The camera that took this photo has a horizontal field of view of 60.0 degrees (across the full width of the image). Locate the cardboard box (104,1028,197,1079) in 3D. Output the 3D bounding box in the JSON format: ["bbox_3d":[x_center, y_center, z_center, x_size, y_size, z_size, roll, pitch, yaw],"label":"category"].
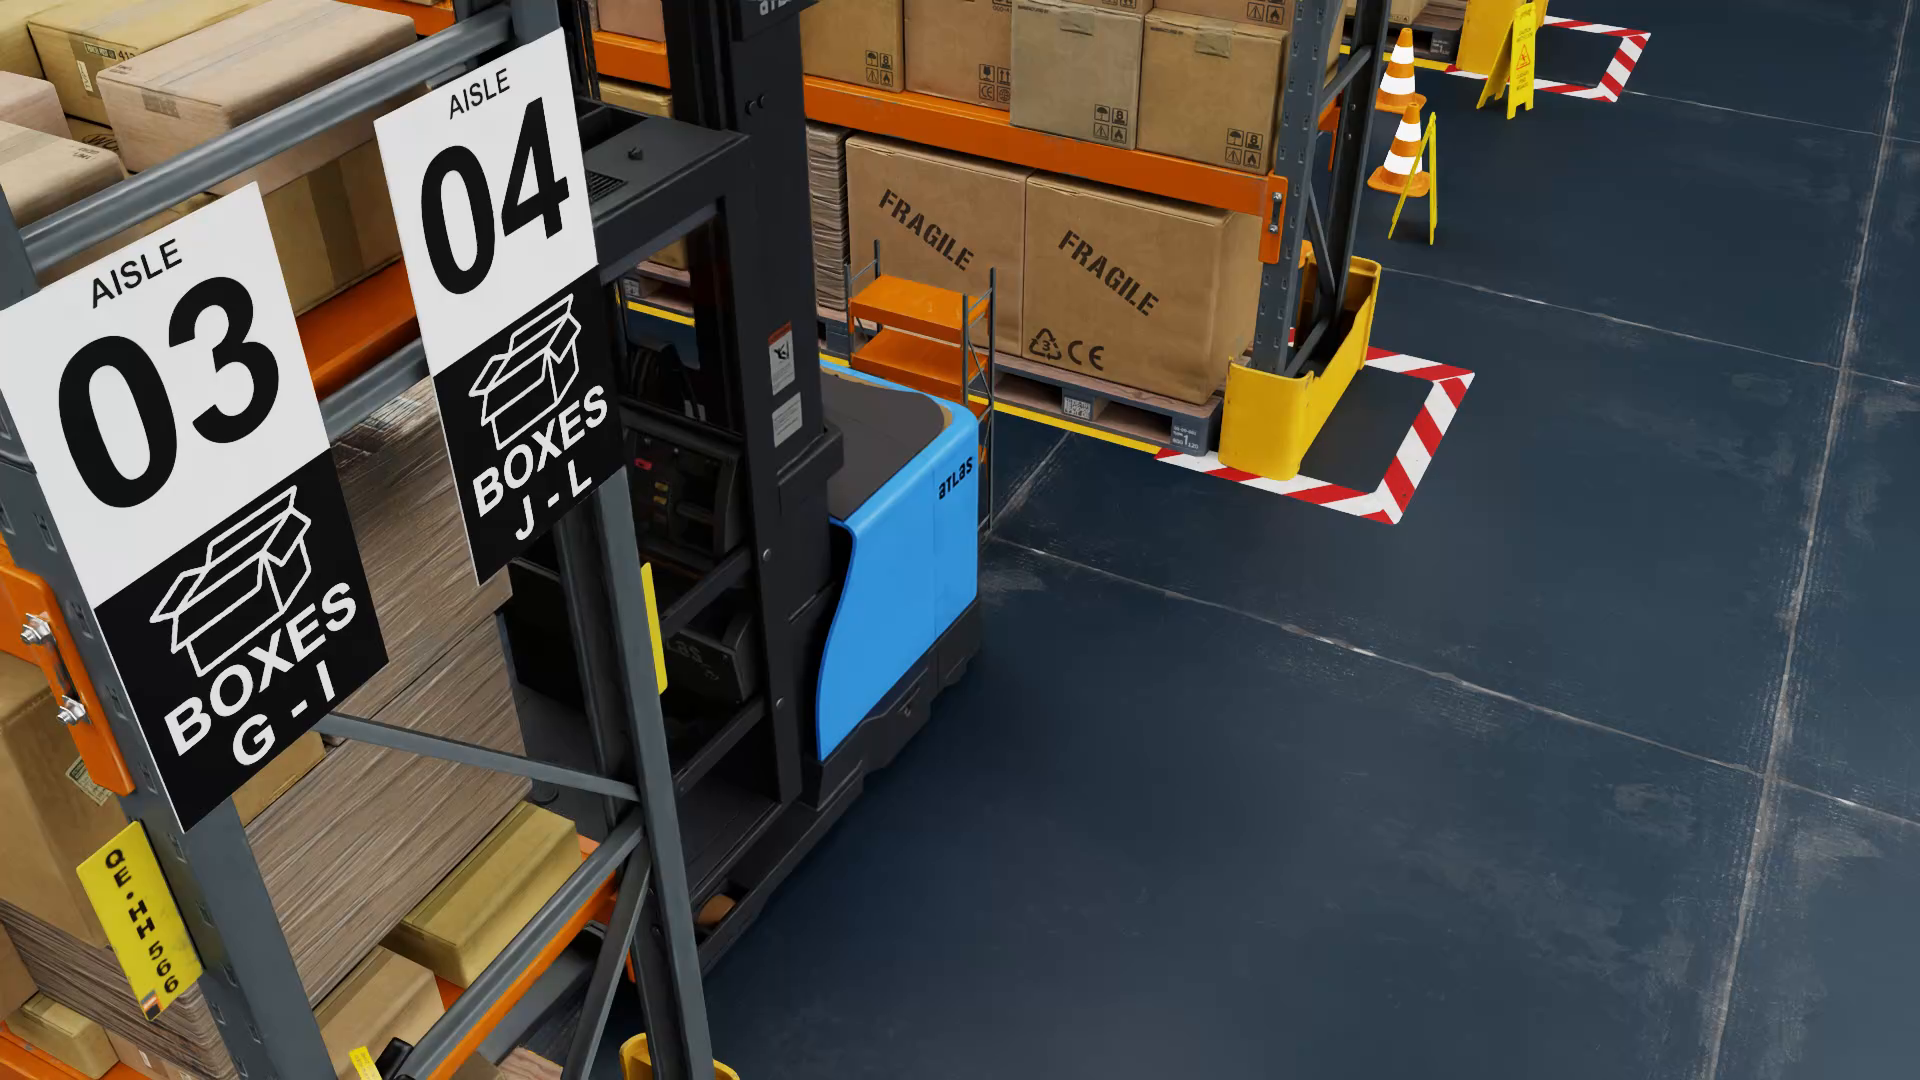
[{"bbox_3d":[-1.446,0.896,3.296,0.250,0.149,0.380,17,41,21],"label":"cardboard box"}]

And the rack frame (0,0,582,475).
[{"bbox_3d":[-0.876,-1.555,1.356,0.127,3.000,1.000,17,41,21],"label":"rack frame"}]

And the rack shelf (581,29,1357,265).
[{"bbox_3d":[-0.281,-2.070,7.591,4.000,0.370,1.077,17,41,21],"label":"rack shelf"}]

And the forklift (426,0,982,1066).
[{"bbox_3d":[-1.112,-0.136,4.505,1.130,2.935,3.031,20,42,24],"label":"forklift"}]

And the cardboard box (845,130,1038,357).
[{"bbox_3d":[0.080,-1.518,7.679,0.875,0.875,0.875,17,40,21],"label":"cardboard box"}]

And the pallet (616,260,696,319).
[{"bbox_3d":[-1.418,-1.548,8.615,1.213,0.211,1.003,17,41,21],"label":"pallet"}]

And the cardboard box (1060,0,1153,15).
[{"bbox_3d":[0.652,-2.518,6.569,0.550,0.550,0.875,17,41,21],"label":"cardboard box"}]

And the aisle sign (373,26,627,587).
[{"bbox_3d":[-0.683,-0.345,2.573,0.004,0.787,0.394,17,41,21],"label":"aisle sign"}]

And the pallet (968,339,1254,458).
[{"bbox_3d":[0.749,-0.870,7.722,1.213,0.211,1.003,17,41,21],"label":"pallet"}]

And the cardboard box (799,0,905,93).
[{"bbox_3d":[-0.283,-2.428,7.344,0.500,0.550,0.875,17,41,21],"label":"cardboard box"}]

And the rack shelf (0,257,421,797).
[{"bbox_3d":[-2.652,-0.630,3.213,4.000,0.370,1.077,17,41,21],"label":"rack shelf"}]

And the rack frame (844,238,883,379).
[{"bbox_3d":[-0.364,-0.592,6.537,0.015,1.200,0.240,17,41,21],"label":"rack frame"}]

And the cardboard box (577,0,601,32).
[{"bbox_3d":[-1.724,-2.876,7.934,0.550,0.550,0.875,17,41,21],"label":"cardboard box"}]

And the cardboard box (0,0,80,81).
[{"bbox_3d":[-1.481,-0.788,2.621,0.250,0.149,0.380,17,40,21],"label":"cardboard box"}]

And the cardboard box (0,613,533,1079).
[{"bbox_3d":[-1.352,0.509,3.270,0.500,0.500,0.875,17,41,21],"label":"cardboard box"}]

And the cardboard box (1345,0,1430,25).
[{"bbox_3d":[2.819,-3.645,10.998,0.500,0.250,0.500,17,40,21],"label":"cardboard box"}]

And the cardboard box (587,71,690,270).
[{"bbox_3d":[-1.531,-2.021,8.342,0.875,0.875,0.875,18,41,22],"label":"cardboard box"}]

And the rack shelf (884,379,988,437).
[{"bbox_3d":[-0.147,-0.470,6.489,0.480,0.148,0.258,17,41,21],"label":"rack shelf"}]

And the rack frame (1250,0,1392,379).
[{"bbox_3d":[1.495,-1.800,6.641,0.127,3.000,1.000,17,41,21],"label":"rack frame"}]

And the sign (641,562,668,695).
[{"bbox_3d":[-0.627,0.198,3.292,0.005,0.325,0.100,17,41,21],"label":"sign"}]

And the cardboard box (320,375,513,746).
[{"bbox_3d":[-1.239,-0.021,3.141,0.500,0.500,0.500,17,41,21],"label":"cardboard box"}]

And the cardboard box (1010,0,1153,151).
[{"bbox_3d":[0.646,-2.080,6.885,0.550,0.550,0.875,17,41,21],"label":"cardboard box"}]

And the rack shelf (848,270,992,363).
[{"bbox_3d":[-0.147,-0.837,6.210,0.480,0.148,0.258,17,41,21],"label":"rack shelf"}]

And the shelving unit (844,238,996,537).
[{"bbox_3d":[-0.147,-0.524,6.448,0.503,1.200,0.258,17,41,21],"label":"shelving unit"}]

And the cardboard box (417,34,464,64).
[{"bbox_3d":[-2.650,-2.308,8.823,0.750,0.750,1.050,17,40,21],"label":"cardboard box"}]

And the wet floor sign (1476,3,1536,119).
[{"bbox_3d":[3.358,-2.921,10.064,0.267,0.644,0.232,-29,46,-33],"label":"wet floor sign"}]

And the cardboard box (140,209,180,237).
[{"bbox_3d":[-1.421,-0.298,2.305,0.500,0.250,0.500,18,41,23],"label":"cardboard box"}]

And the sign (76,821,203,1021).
[{"bbox_3d":[-1.149,0.540,2.339,0.005,0.325,0.100,17,41,21],"label":"sign"}]

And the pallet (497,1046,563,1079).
[{"bbox_3d":[-1.649,1.679,4.363,1.213,0.211,1.003,17,41,21],"label":"pallet"}]

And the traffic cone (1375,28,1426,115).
[{"bbox_3d":[2.706,-2.903,10.191,0.334,0.463,0.336,17,41,21],"label":"traffic cone"}]

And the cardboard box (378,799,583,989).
[{"bbox_3d":[-1.019,0.727,3.519,0.250,0.149,0.380,17,41,21],"label":"cardboard box"}]

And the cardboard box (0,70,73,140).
[{"bbox_3d":[-1.443,-0.504,2.247,0.250,0.149,0.380,16,40,20],"label":"cardboard box"}]

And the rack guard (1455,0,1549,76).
[{"bbox_3d":[3.614,-3.511,10.963,0.348,0.500,1.175,17,41,21],"label":"rack guard"}]

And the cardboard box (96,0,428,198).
[{"bbox_3d":[-1.014,-0.660,2.452,0.250,0.149,0.380,17,40,21],"label":"cardboard box"}]
